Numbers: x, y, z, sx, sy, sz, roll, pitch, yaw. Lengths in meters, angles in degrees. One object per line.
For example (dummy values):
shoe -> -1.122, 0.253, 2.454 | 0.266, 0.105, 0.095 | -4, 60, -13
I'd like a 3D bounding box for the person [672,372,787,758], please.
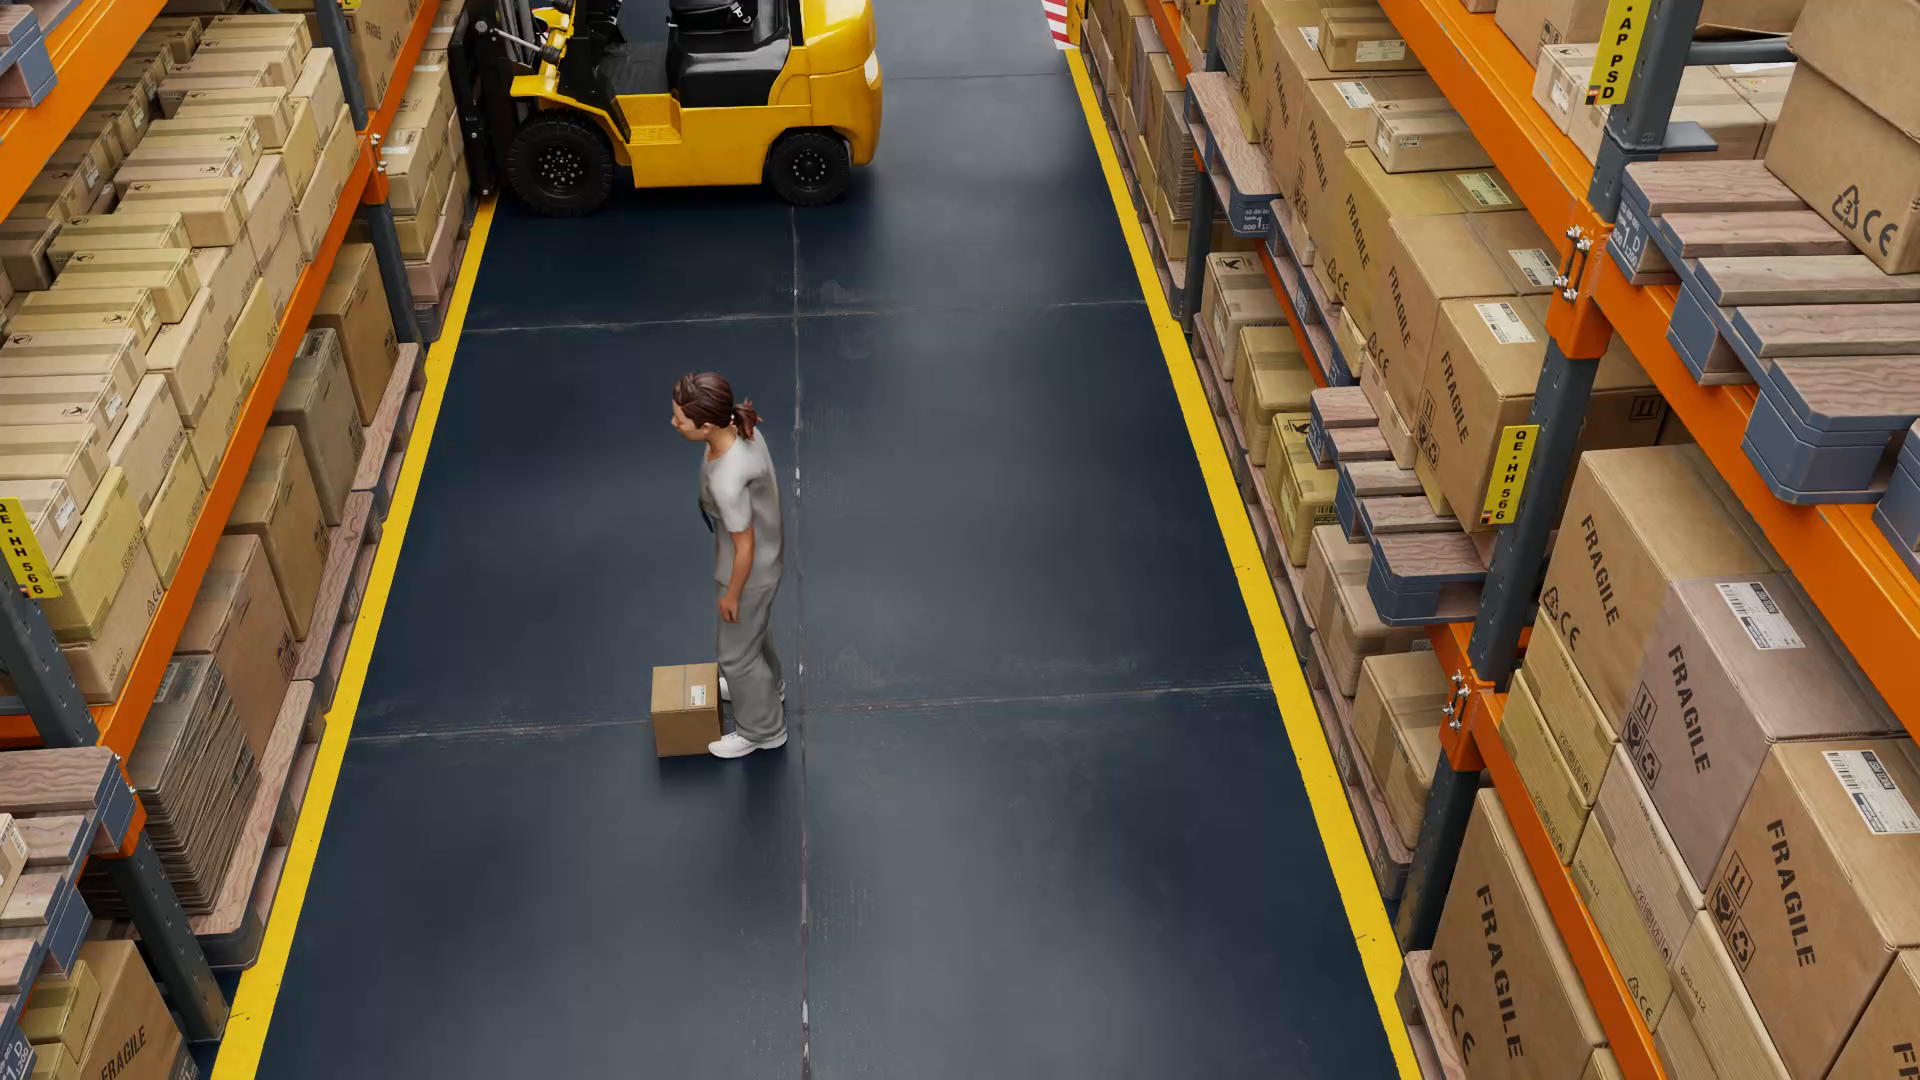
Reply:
person -> -0.812, 0.087, 6.050 | 0.360, 1.672, 0.486 | -4, 39, -5
